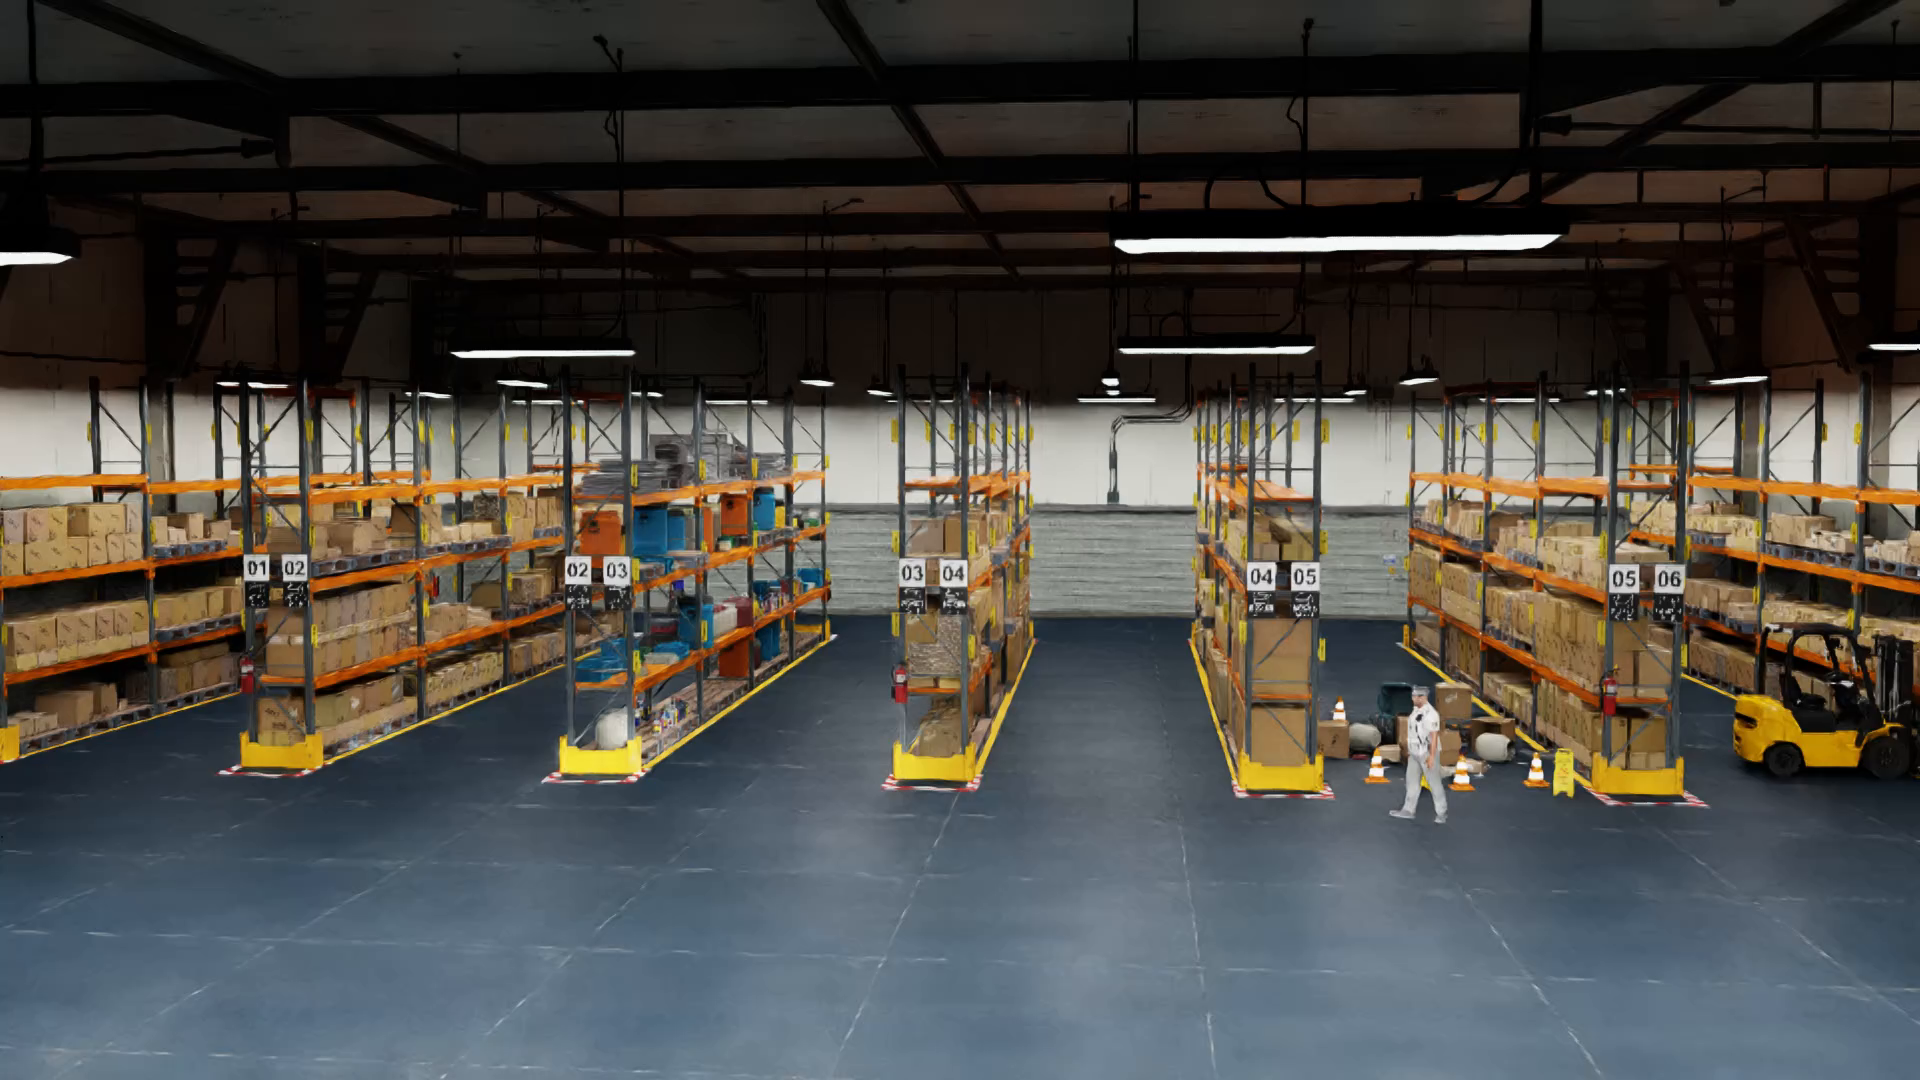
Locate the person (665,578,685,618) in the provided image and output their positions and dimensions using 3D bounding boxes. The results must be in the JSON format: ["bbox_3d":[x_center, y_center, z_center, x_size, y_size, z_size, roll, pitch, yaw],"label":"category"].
[{"bbox_3d":[-7.475,1.417,43.153,0.645,1.653,0.472,-3,5,-41],"label":"person"}]

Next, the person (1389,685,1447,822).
[{"bbox_3d":[5.956,2.746,21.513,0.629,1.742,0.675,-1,4,-15],"label":"person"}]
